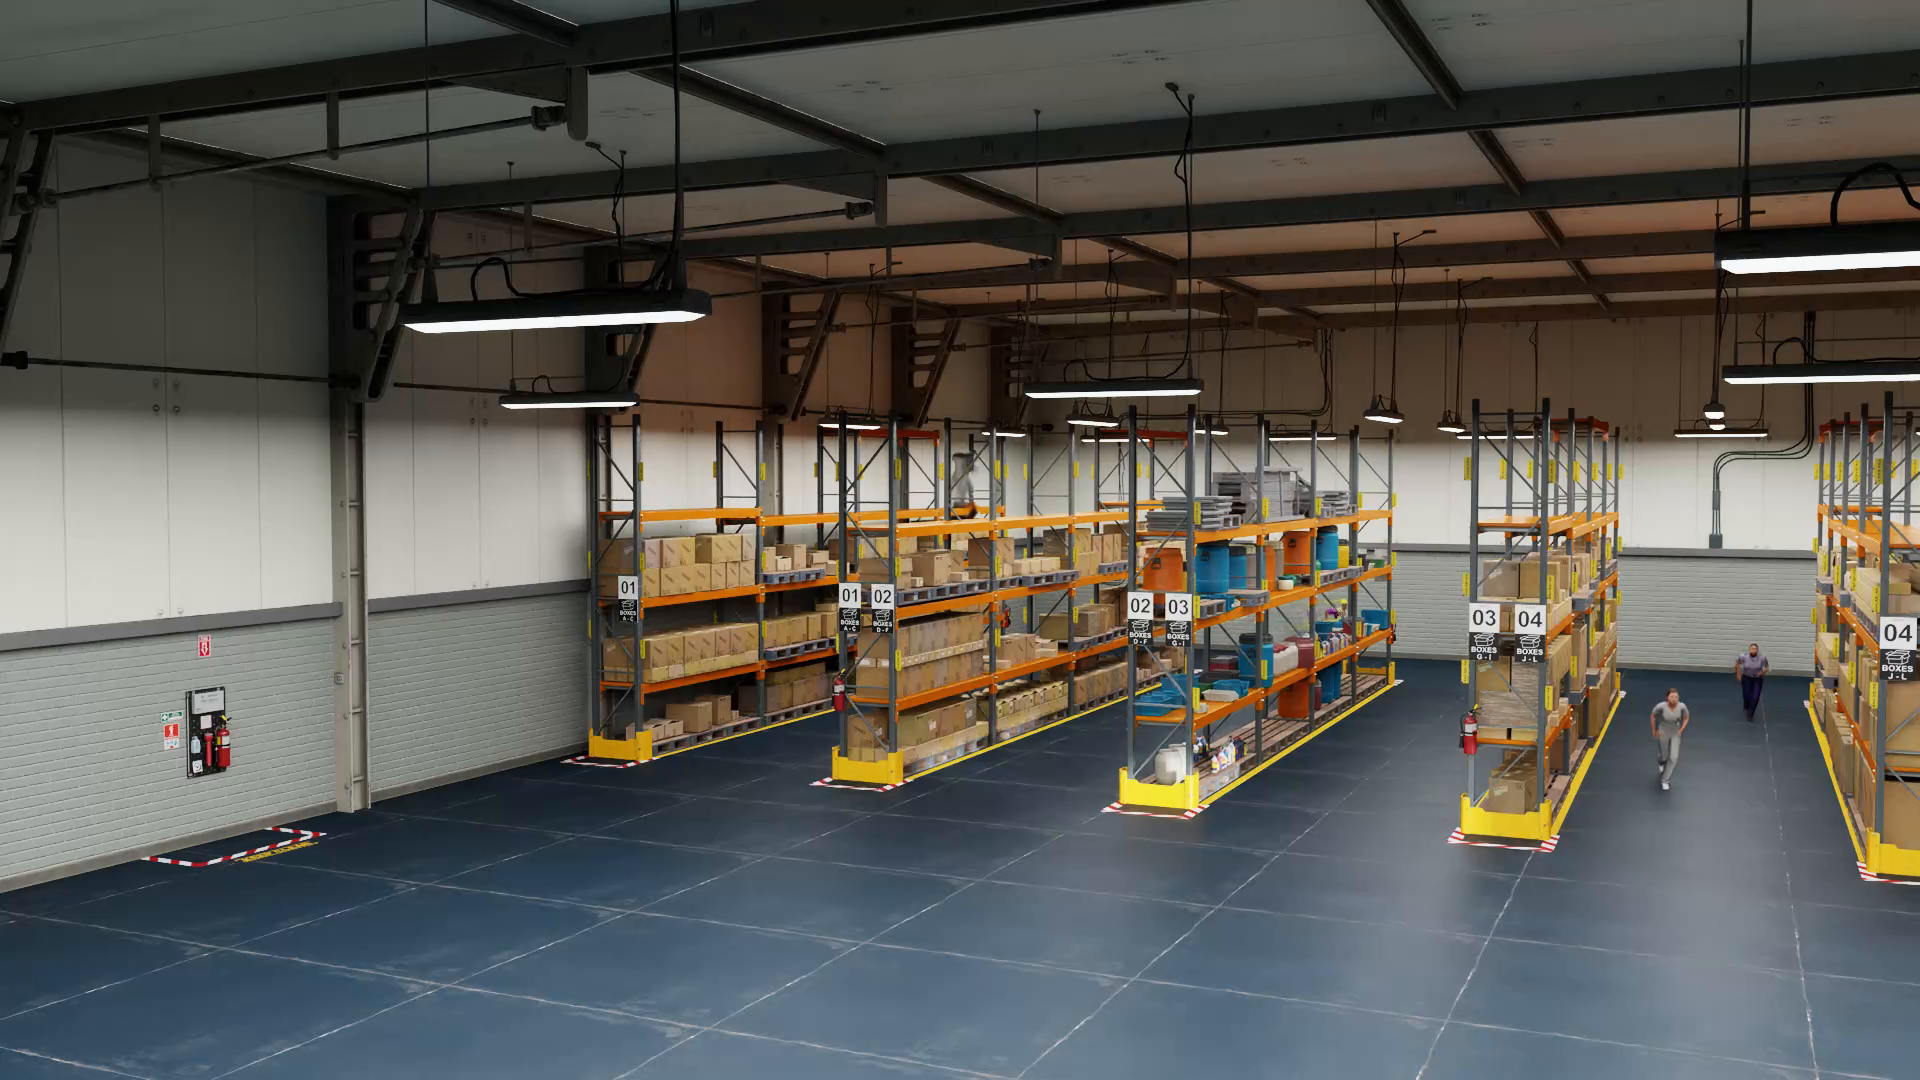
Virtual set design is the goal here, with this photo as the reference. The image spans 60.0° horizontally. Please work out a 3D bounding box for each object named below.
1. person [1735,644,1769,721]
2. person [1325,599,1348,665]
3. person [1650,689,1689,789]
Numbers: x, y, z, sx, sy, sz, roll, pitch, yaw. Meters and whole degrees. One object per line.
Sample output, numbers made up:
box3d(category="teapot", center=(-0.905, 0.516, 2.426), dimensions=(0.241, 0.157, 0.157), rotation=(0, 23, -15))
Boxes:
box3d(category="person", center=(15.956, 2.859, 33.504), dimensions=(0.597, 1.587, 0.693), rotation=(1, 2, 18))
box3d(category="person", center=(9.806, 2.370, 43.063), dimensions=(0.924, 1.727, 0.684), rotation=(2, 3, 43))
box3d(category="person", center=(11.275, 3.137, 26.467), dimensions=(0.559, 1.613, 0.783), rotation=(0, 2, 8))
